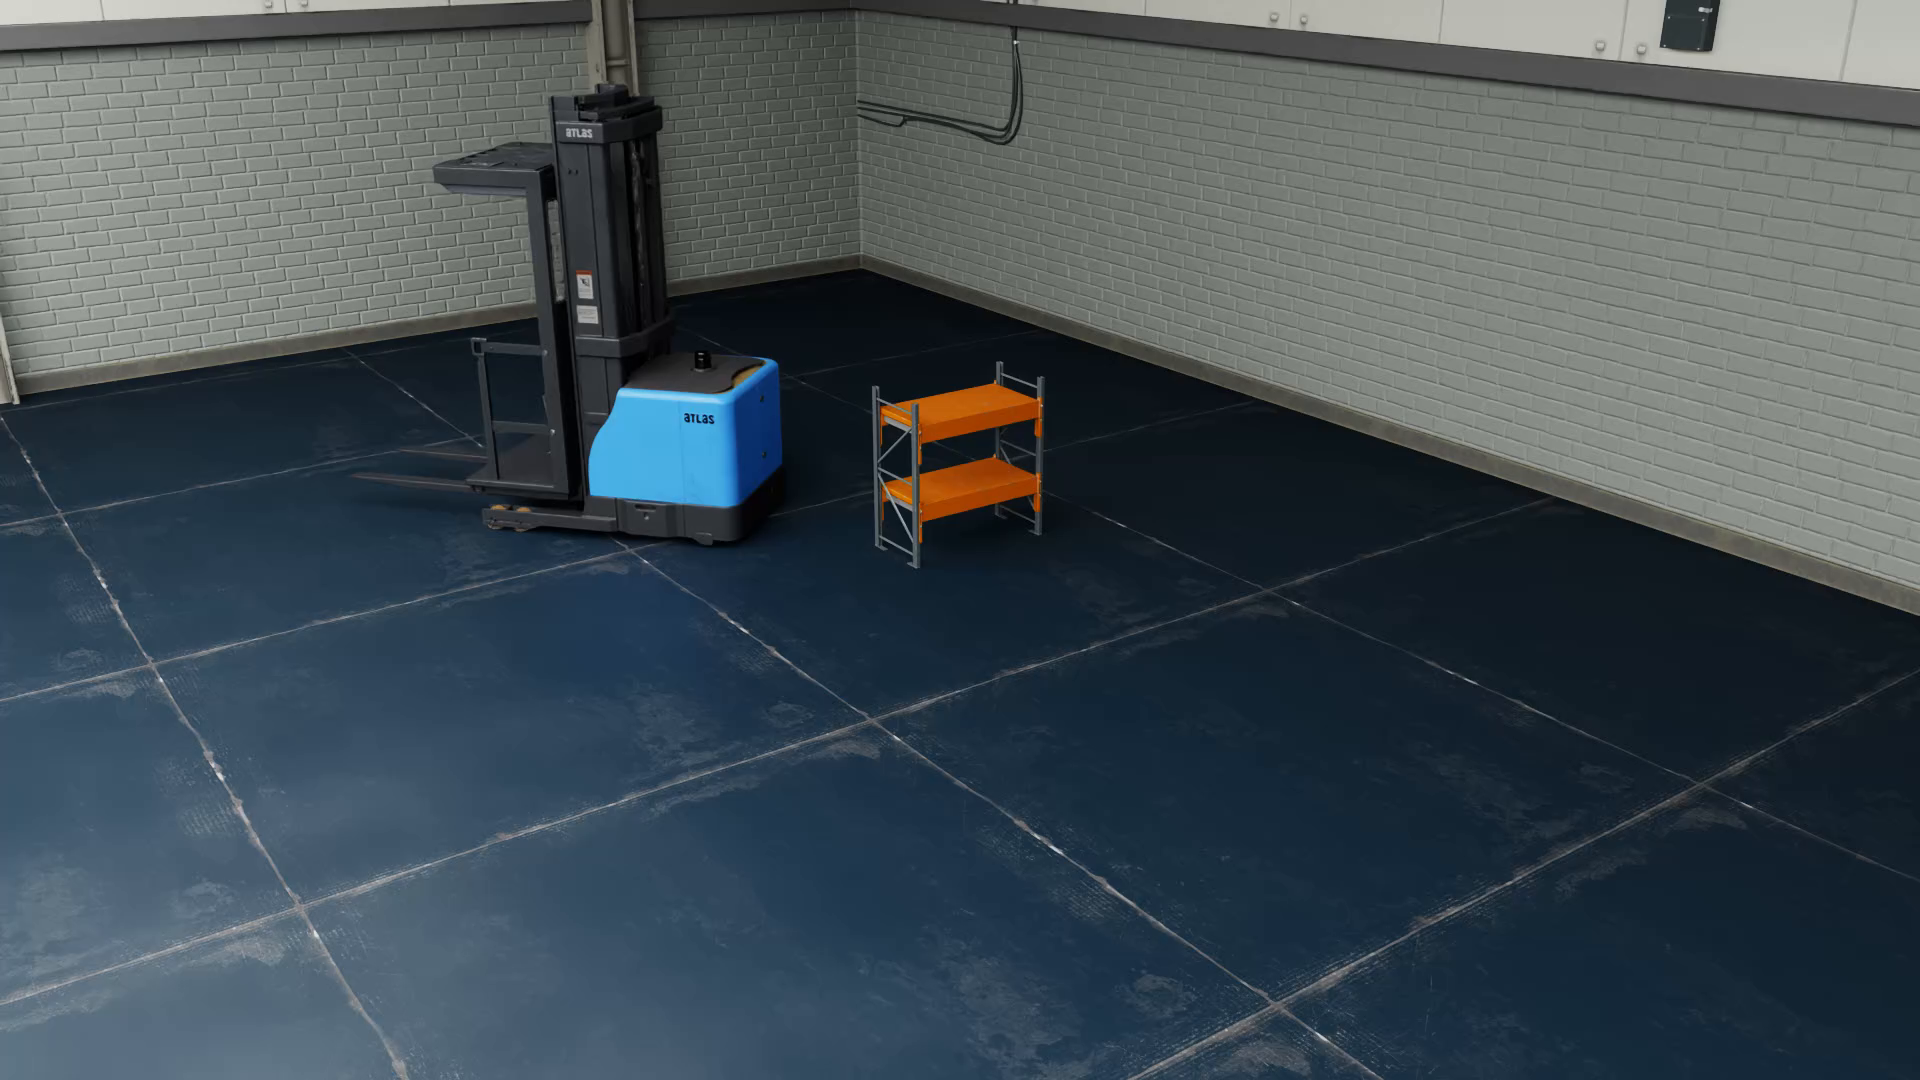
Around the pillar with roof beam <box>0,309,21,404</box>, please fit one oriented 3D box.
[{"bbox_3d":[-5.843,-4.067,9.447,0.400,9.000,9.100,-15,26,-33],"label":"pillar with roof beam"}]

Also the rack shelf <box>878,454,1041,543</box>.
[{"bbox_3d":[-0.005,-0.294,11.275,1.000,0.278,0.538,-15,26,-33],"label":"rack shelf"}]

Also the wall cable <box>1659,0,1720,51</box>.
[{"bbox_3d":[5.209,-5.621,8.752,0.169,6.003,2.305,-15,26,-33],"label":"wall cable"}]

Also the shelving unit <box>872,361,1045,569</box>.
[{"bbox_3d":[-0.005,-0.521,11.184,1.048,1.125,0.538,-15,26,-33],"label":"shelving unit"}]

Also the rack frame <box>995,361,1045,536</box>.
[{"bbox_3d":[0.407,-0.631,11.460,0.032,1.125,0.500,-15,26,-33],"label":"rack frame"}]

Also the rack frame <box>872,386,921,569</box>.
[{"bbox_3d":[-0.418,-0.411,10.908,0.032,1.125,0.500,-15,26,-33],"label":"rack frame"}]

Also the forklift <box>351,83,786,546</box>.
[{"bbox_3d":[-2.833,-1.601,11.453,3.031,2.935,1.130,5,22,13],"label":"forklift"}]

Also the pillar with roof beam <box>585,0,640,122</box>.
[{"bbox_3d":[-0.972,-5.366,12.702,0.400,9.000,9.100,-15,26,-33],"label":"pillar with roof beam"}]

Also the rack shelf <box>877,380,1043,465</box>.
[{"bbox_3d":[-0.005,-0.793,11.076,1.000,0.278,0.538,-15,26,-33],"label":"rack shelf"}]

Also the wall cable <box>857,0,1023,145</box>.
[{"bbox_3d":[-0.323,-5.459,17.124,0.112,2.526,3.097,-15,26,-33],"label":"wall cable"}]
